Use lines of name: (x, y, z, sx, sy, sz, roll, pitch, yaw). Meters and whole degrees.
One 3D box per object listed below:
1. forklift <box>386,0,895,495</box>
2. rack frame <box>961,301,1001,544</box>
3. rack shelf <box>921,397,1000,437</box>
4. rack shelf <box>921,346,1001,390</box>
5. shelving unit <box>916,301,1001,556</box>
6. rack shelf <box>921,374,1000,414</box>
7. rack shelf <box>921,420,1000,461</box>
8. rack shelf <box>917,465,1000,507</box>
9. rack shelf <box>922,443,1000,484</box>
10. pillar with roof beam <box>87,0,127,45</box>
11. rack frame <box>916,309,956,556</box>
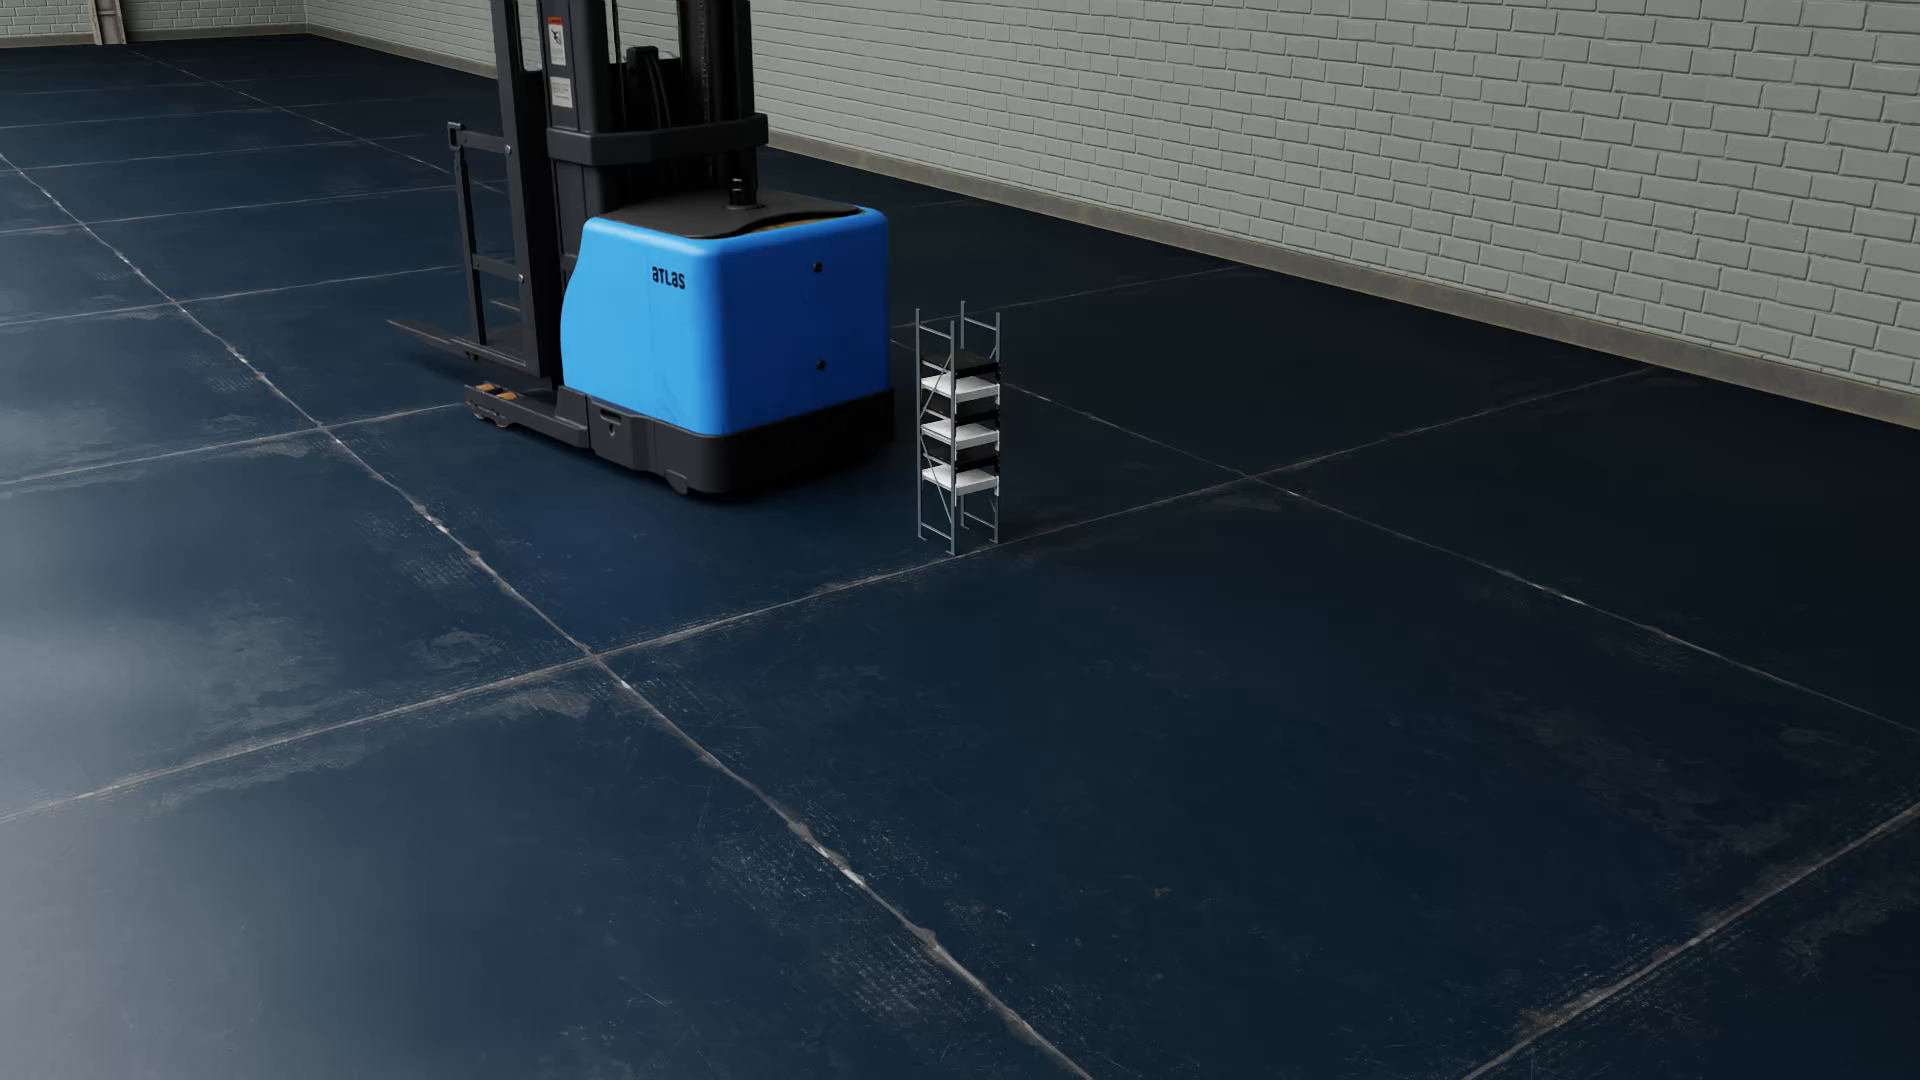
forklift: (-1.686, -1.997, 7.447, 3.031, 2.935, 1.130, 20, 29, 41)
rack frame: (0.076, -0.438, 6.280, 0.006, 0.900, 0.240, -15, 26, -33)
rack shelf: (-0.007, -0.469, 6.204, 0.200, 0.077, 0.258, -15, 26, -33)
rack shelf: (-0.007, -0.636, 6.137, 0.200, 0.077, 0.258, -15, 26, -33)
shelving unit: (-0.007, -0.416, 6.225, 0.210, 0.900, 0.258, -15, 26, -33)
rack shelf: (-0.007, -0.552, 6.171, 0.200, 0.077, 0.258, -15, 26, -33)
rack shelf: (-0.007, -0.385, 6.238, 0.200, 0.077, 0.258, -15, 26, -33)
rack shelf: (-0.007, -0.218, 6.304, 0.200, 0.077, 0.258, -15, 26, -33)
rack shelf: (-0.007, -0.302, 6.271, 0.200, 0.077, 0.258, -15, 26, -33)
pillar with roof beam: (-10.455, -10.467, 20.485, 0.400, 9.000, 9.100, -15, 26, -33)
rack frame: (-0.089, -0.394, 6.170, 0.006, 0.900, 0.240, -15, 26, -33)
